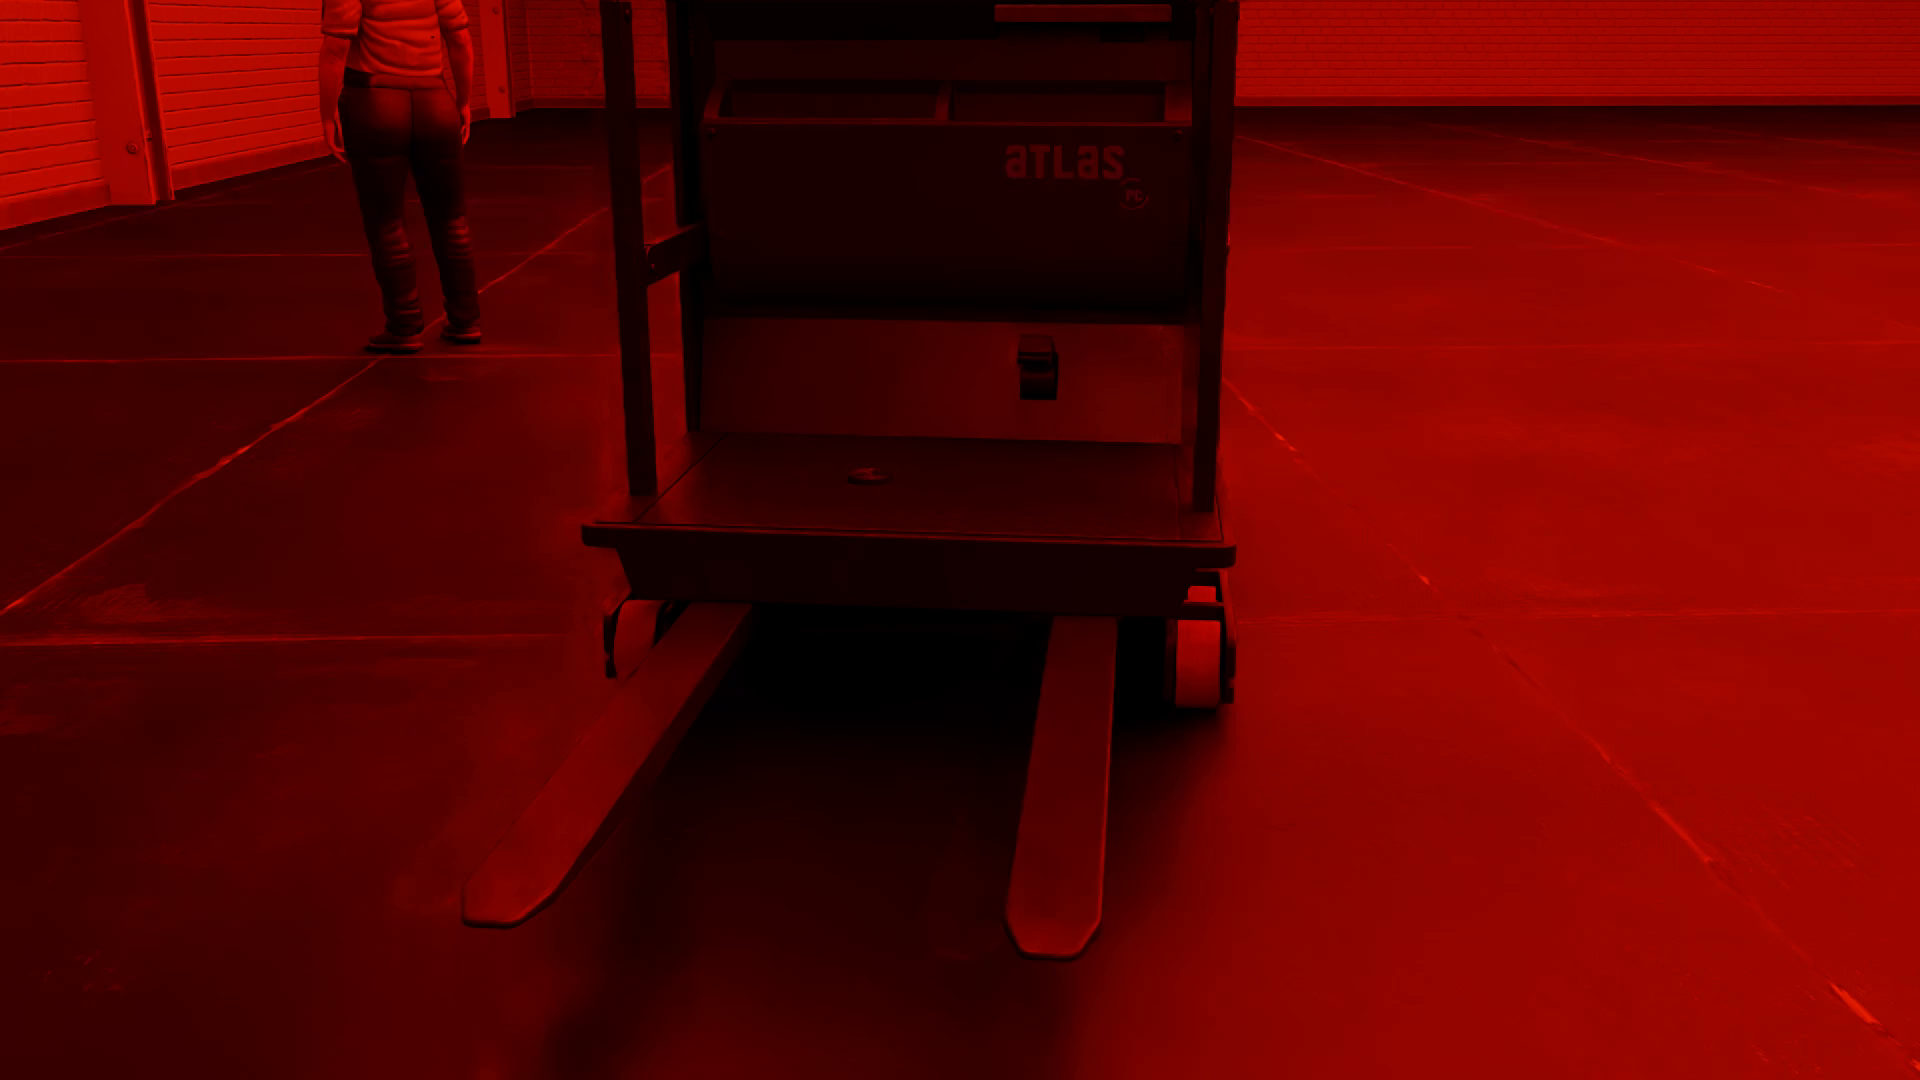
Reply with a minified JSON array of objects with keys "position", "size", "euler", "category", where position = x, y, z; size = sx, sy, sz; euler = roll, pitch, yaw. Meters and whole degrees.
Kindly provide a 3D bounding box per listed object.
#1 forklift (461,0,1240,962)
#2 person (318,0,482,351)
[{"position":[-0.046,-1.204,2.844],"size":[1.130,2.935,3.031],"euler":[2,17,6],"category":"forklift"},{"position":[-2.057,-1.518,6.056],"size":[0.580,1.658,0.484],"euler":[-13,21,-36],"category":"person"}]
